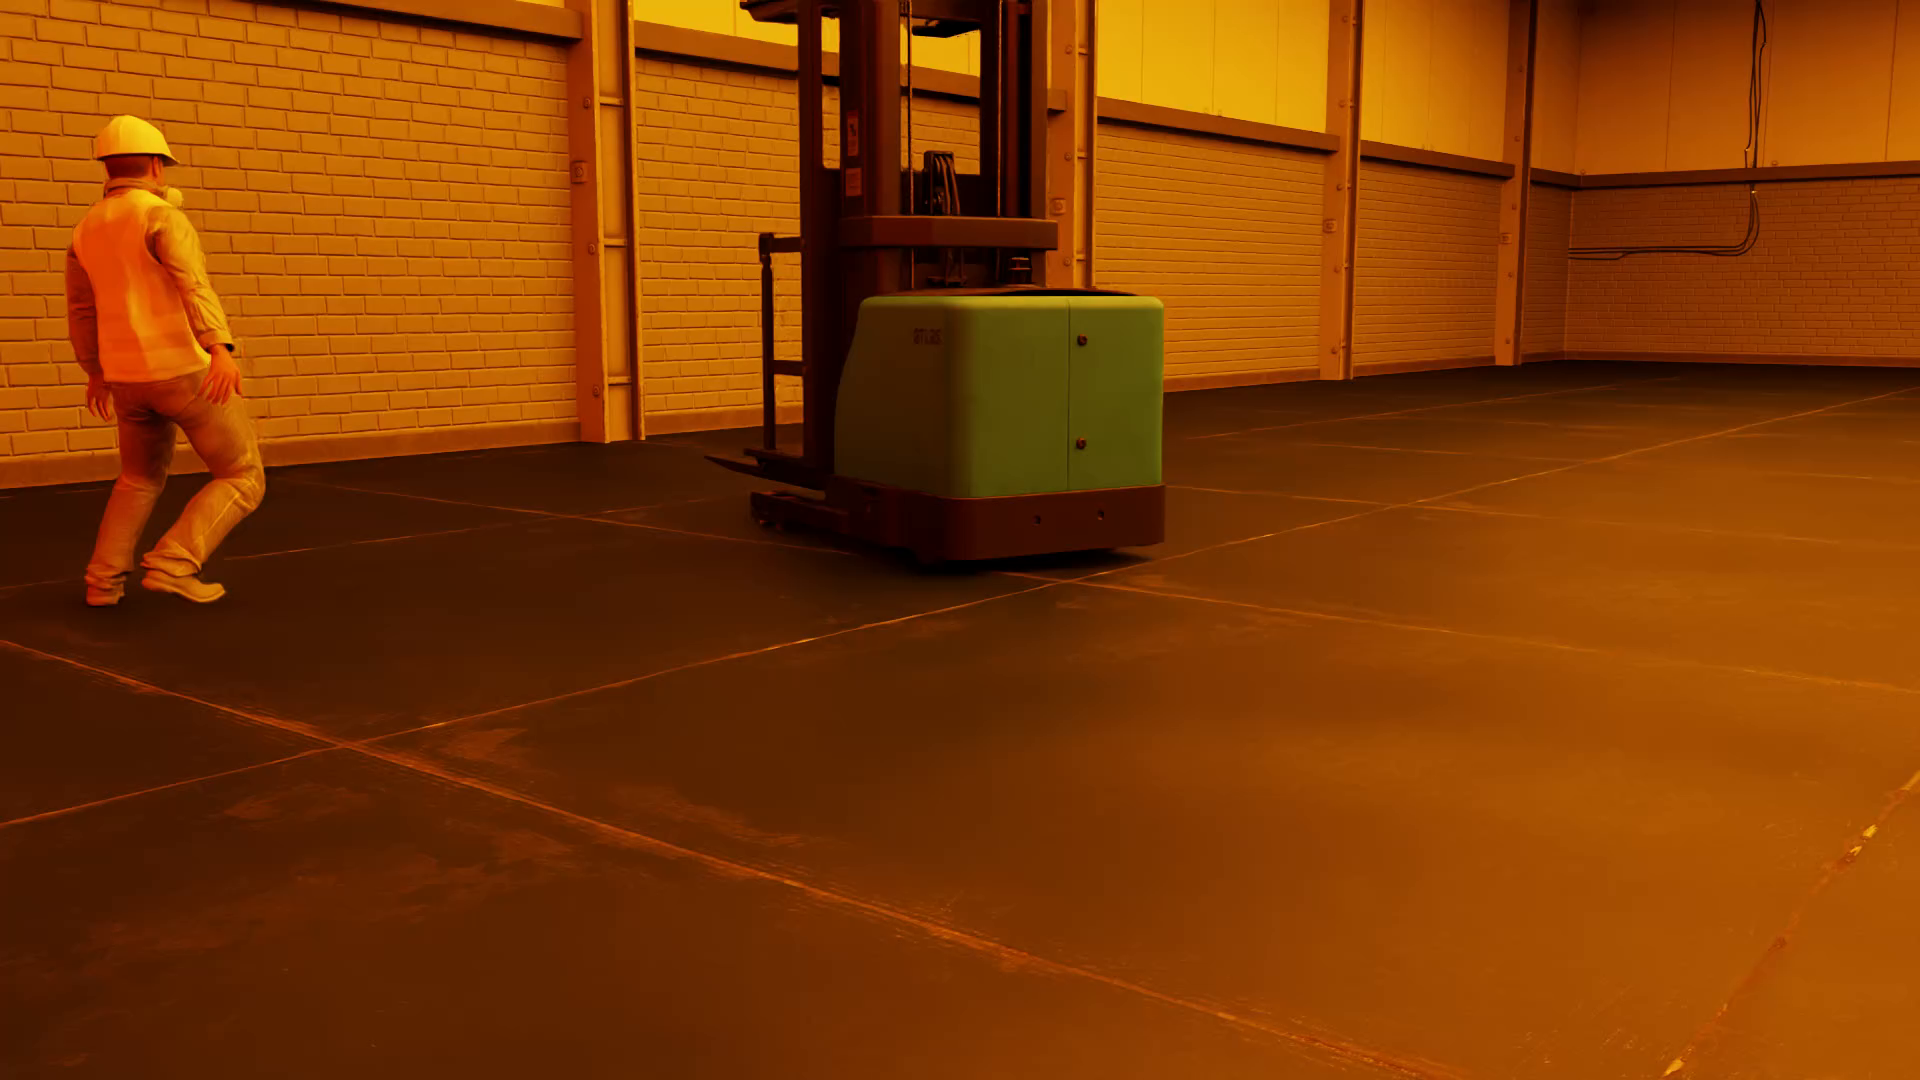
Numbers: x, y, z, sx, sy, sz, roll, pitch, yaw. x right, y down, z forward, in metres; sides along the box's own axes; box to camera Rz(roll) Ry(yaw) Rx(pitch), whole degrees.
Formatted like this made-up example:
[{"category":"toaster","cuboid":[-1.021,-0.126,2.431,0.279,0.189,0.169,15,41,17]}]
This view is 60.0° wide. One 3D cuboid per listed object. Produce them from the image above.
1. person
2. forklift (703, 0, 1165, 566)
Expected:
[{"category":"person","cuboid":[-2.753,-0.603,5.726,0.874,1.689,0.486,5,10,29]},{"category":"forklift","cuboid":[-0.334,-1.522,7.681,1.130,2.935,3.031,-5,10,-30]}]
